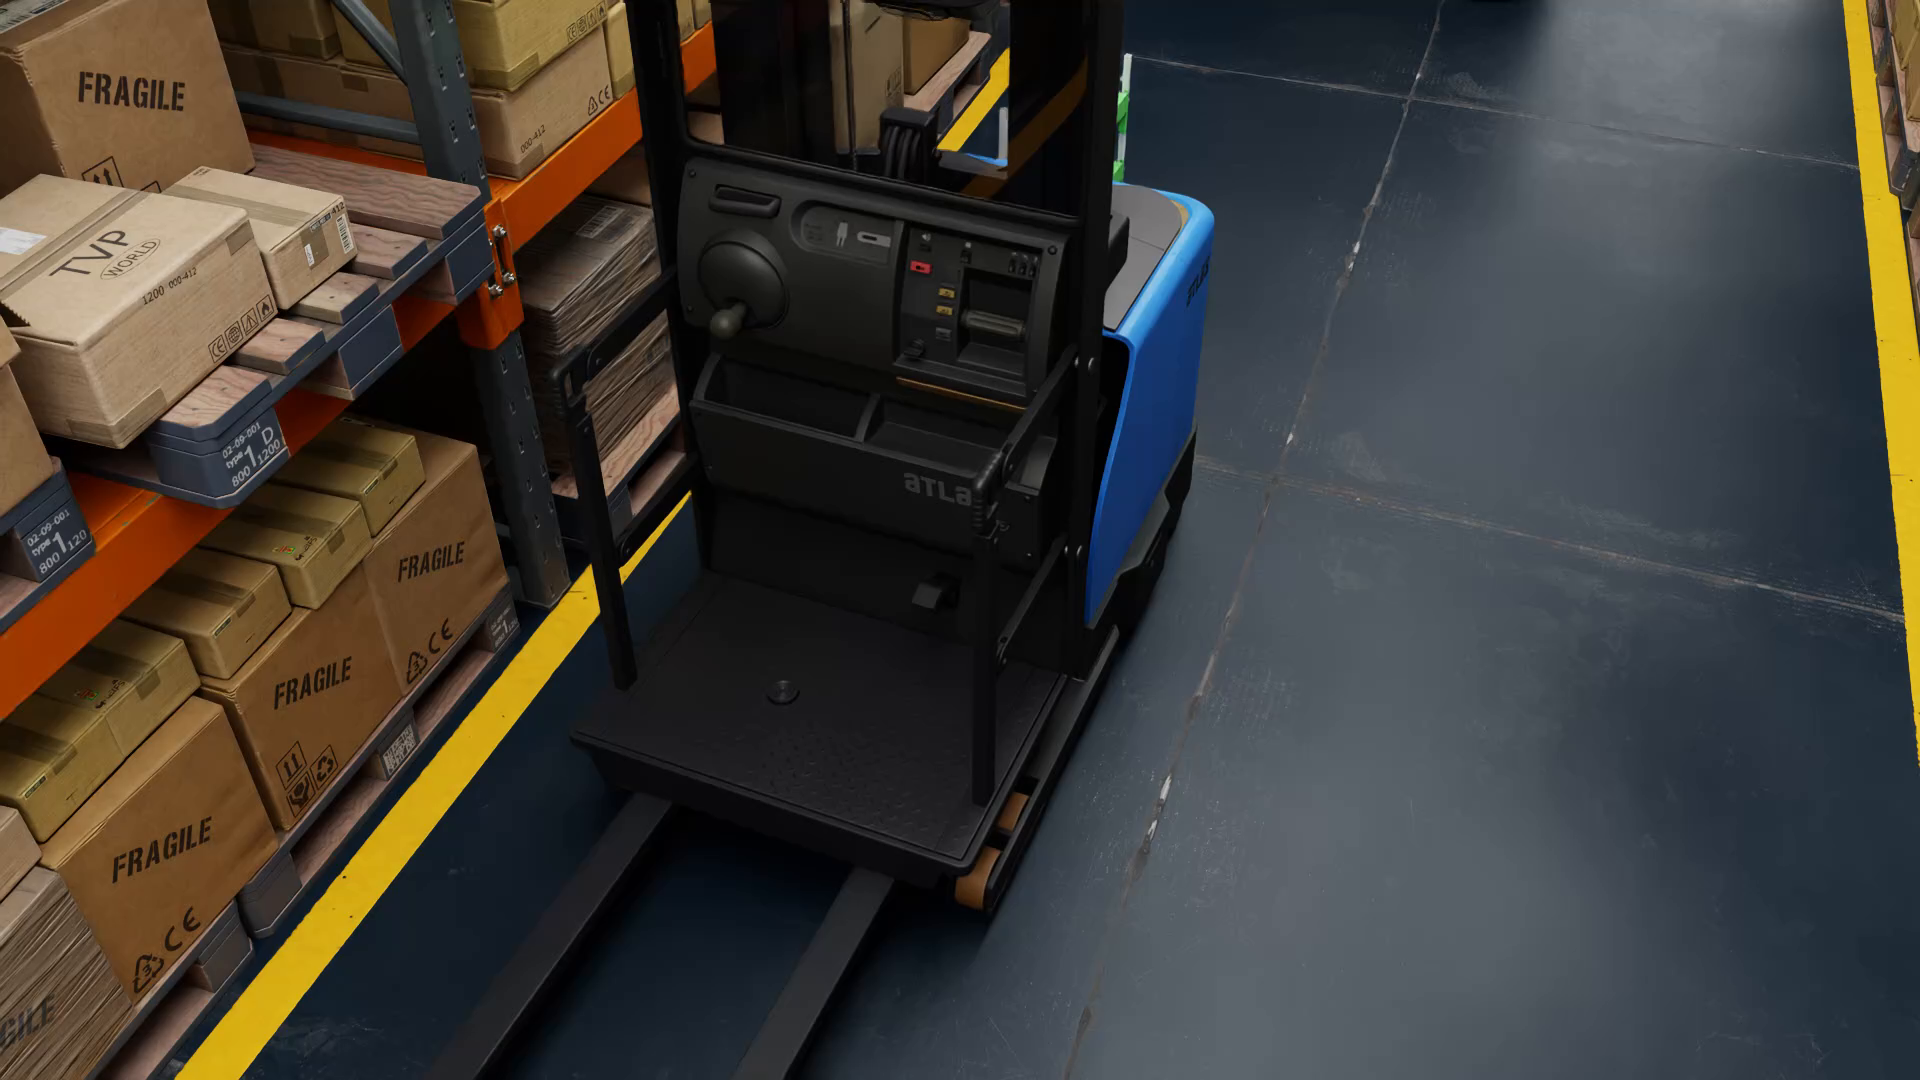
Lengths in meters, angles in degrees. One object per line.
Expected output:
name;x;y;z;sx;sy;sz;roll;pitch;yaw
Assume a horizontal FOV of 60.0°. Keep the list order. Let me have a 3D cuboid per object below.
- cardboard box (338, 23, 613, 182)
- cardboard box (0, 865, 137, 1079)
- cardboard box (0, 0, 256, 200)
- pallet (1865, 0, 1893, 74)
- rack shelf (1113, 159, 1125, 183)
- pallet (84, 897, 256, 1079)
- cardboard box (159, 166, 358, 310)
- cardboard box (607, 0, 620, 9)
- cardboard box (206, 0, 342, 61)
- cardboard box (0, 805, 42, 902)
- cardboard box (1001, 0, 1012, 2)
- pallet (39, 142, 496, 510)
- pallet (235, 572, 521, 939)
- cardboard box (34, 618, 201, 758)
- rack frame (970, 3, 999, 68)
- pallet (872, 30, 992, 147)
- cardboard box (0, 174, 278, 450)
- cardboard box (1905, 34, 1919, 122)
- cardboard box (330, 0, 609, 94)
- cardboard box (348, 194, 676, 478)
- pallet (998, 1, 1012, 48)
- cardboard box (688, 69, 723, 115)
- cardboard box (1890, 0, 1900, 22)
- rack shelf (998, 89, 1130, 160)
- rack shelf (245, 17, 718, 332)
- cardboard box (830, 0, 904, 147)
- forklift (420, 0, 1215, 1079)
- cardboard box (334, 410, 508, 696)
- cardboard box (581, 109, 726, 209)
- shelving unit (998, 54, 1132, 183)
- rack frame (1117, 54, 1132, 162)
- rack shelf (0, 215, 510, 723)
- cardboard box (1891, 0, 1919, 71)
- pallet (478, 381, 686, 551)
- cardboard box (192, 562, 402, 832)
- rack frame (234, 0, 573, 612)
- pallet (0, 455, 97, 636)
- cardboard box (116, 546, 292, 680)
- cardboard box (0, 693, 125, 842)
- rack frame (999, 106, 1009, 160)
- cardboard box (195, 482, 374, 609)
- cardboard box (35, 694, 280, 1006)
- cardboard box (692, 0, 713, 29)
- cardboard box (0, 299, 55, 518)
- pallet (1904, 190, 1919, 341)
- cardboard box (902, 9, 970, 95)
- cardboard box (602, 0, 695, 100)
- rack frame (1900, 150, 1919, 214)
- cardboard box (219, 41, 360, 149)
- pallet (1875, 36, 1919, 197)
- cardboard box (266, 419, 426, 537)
cardboard box;-1.295;-1.234;4.501;0.500;0.250;0.500;13;42;15
cardboard box;-2.137;0.966;3.409;0.500;0.500;0.500;12;42;14
cardboard box;-2.000;-0.993;3.702;0.500;0.500;0.500;15;43;17
pallet;4.969;-2.518;8.039;1.003;0.211;1.213;13;42;15
rack shelf;0.326;-1.067;5.304;0.258;0.148;0.480;15;43;17
pallet;-2.386;1.175;3.710;1.003;0.211;1.213;13;42;15
cardboard box;-1.541;-0.653;3.574;0.380;0.149;0.250;14;42;16
cardboard box;-1.123;-1.729;4.696;0.500;0.250;0.500;15;43;16
cardboard box;-1.784;-1.543;4.478;0.500;0.250;0.500;14;42;16
cardboard box;-2.087;0.630;3.303;0.380;0.149;0.250;11;42;13
cardboard box;0.168;-2.849;8.074;0.500;0.250;0.500;14;42;16
pallet;-1.842;-0.572;3.758;1.213;0.211;1.003;13;42;15
pallet;-1.968;0.433;4.579;1.003;0.211;1.213;13;42;15
cardboard box;-1.936;0.303;3.687;0.380;0.149;0.250;14;43;16
rack frame;-0.309;-3.514;7.058;1.000;3.000;0.127;13;42;15
pallet;-0.524;-1.995;7.426;1.003;0.211;1.213;13;42;15
cardboard box;-1.733;-0.462;3.272;0.500;0.250;0.500;11;42;13
cardboard box;4.306;-1.949;7.018;0.500;0.250;0.500;15;43;17
cardboard box;-1.272;-1.418;4.332;0.500;0.250;0.500;13;42;15
cardboard box;-1.451;-0.708;5.275;0.875;0.625;0.625;15;43;16
pallet;0.002;-2.929;8.520;1.003;0.211;1.213;13;42;15
cardboard box;-1.004;-1.519;6.226;0.875;0.625;0.625;12;42;13
cardboard box;4.657;-2.585;7.764;0.500;0.250;0.500;14;42;16
rack shelf;0.326;-1.249;5.149;0.258;0.148;0.480;15;43;17
rack shelf;-0.993;-2.021;5.862;1.077;0.370;4.000;13;42;15
cardboard box;-0.749;-1.978;6.764;0.875;0.625;0.625;13;42;15
forklift;-0.298;-0.508;3.587;1.130;2.935;3.031;15;43;17
cardboard box;-1.619;0.022;4.515;0.500;0.500;0.500;14;43;16
cardboard box;-1.234;-1.108;5.744;0.875;0.625;0.625;15;43;16
shelving unit;0.326;-0.933;5.419;0.258;1.200;0.503;15;43;17
rack frame;0.421;-1.078;5.590;0.240;1.200;0.015;15;43;17
rack shelf;-2.361;0.419;3.002;1.077;0.370;4.000;13;42;15
cardboard box;4.479;-2.276;7.401;0.500;0.250;0.500;12;42;14
pallet;-1.358;-0.507;5.682;1.003;0.211;1.213;13;42;15
cardboard box;-1.800;0.325;4.160;0.500;0.500;0.500;13;42;14
rack frame;-1.677;-1.074;4.198;1.000;3.000;0.127;13;42;15
pallet;-2.337;0.186;2.869;1.003;0.211;1.213;13;42;15
cardboard box;-1.803;0.152;3.864;0.380;0.149;0.250;12;42;14
cardboard box;-2.021;0.455;3.508;0.380;0.149;0.250;13;42;14
rack frame;0.231;-0.787;5.248;0.240;1.200;0.015;15;43;17
cardboard box;-1.672;0.001;4.041;0.380;0.149;0.250;11;42;13
cardboard box;-1.977;0.645;3.785;0.500;0.500;0.500;15;43;17
cardboard box;-0.949;-1.855;5.229;0.500;0.250;0.500;12;42;14
cardboard box;-2.061;-0.237;2.813;0.797;0.503;0.637;12;42;14
pallet;4.092;-0.879;6.117;1.003;0.211;1.213;13;42;15
cardboard box;-0.477;-2.450;7.316;0.875;0.625;0.625;15;43;17
cardboard box;-1.119;-1.539;4.859;0.500;0.250;0.500;12;42;14
rack frame;4.357;-2.415;5.769;1.000;3.000;0.127;13;42;15
cardboard box;-1.763;-1.348;4.635;0.500;0.250;0.500;12;42;14
pallet;4.553;-1.771;7.164;1.003;0.211;1.213;13;42;15
cardboard box;-1.608;-0.173;4.244;0.380;0.149;0.250;11;42;13
